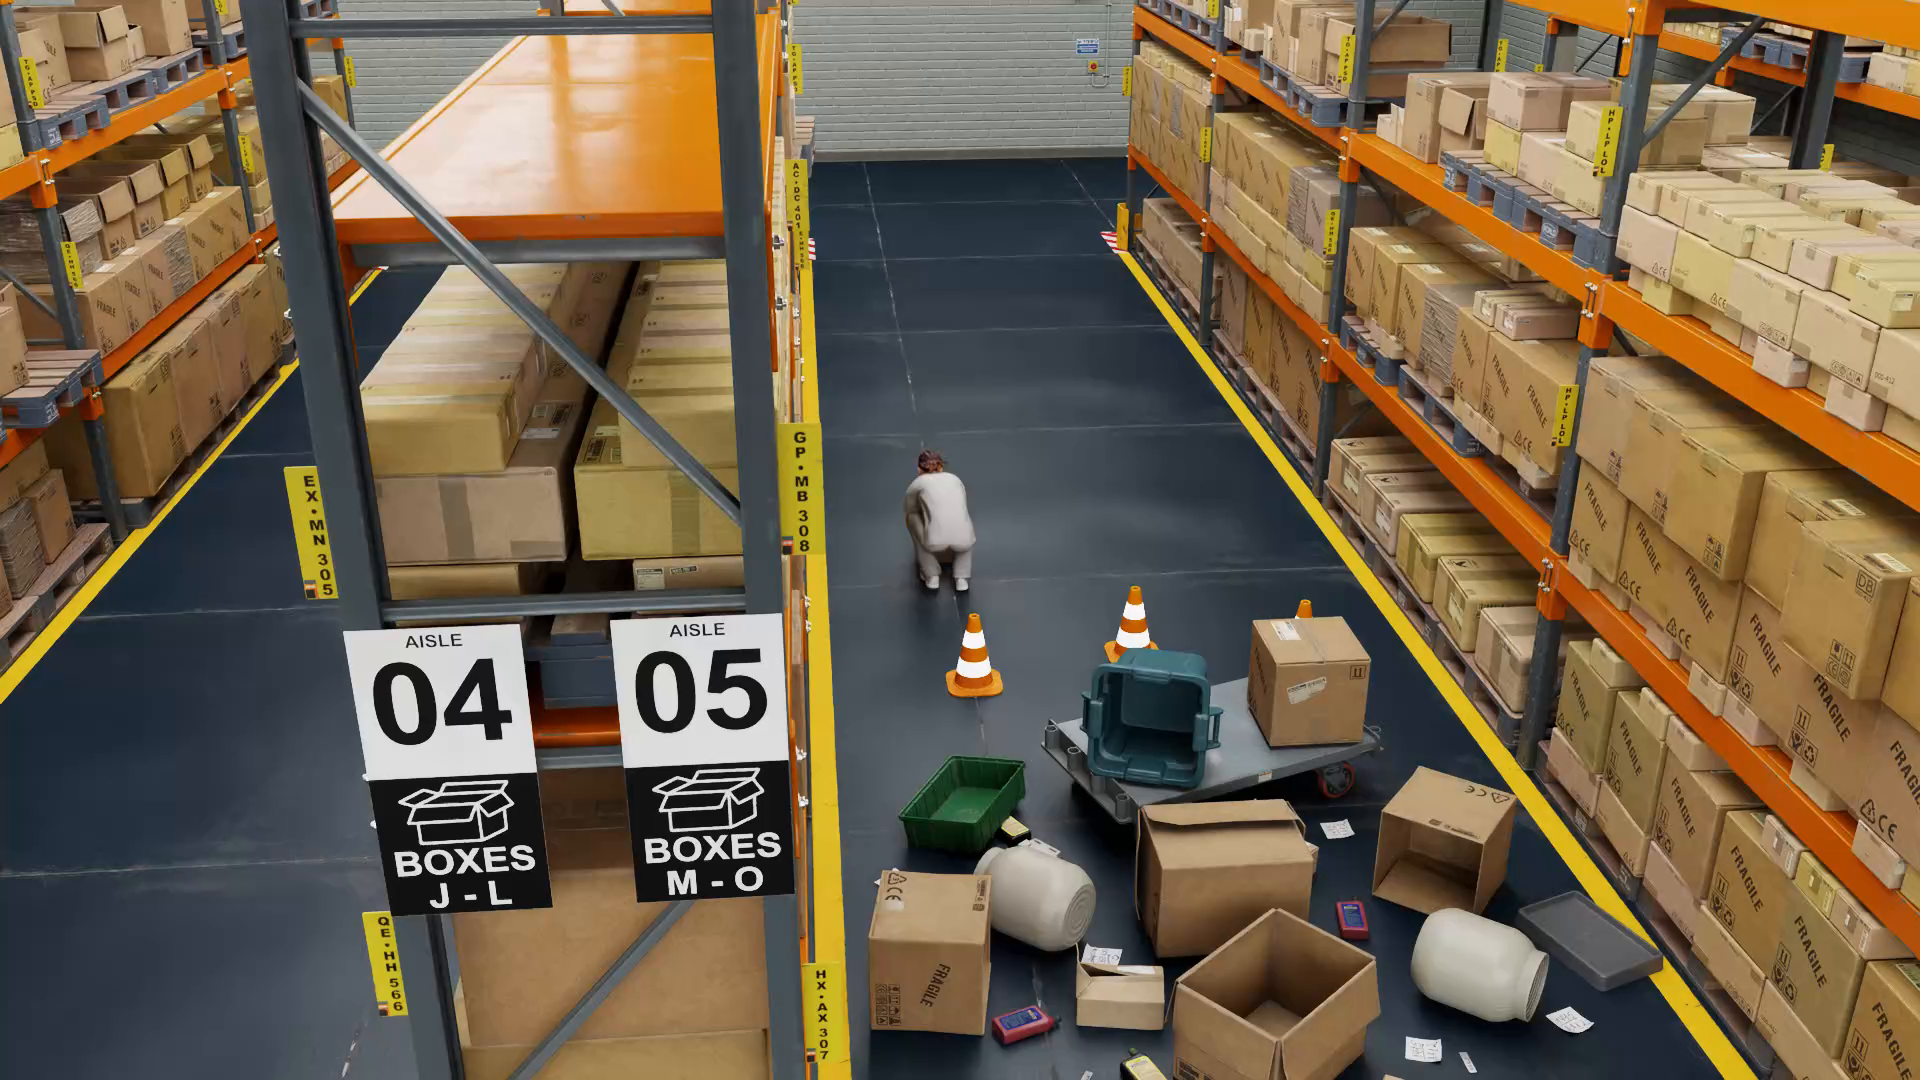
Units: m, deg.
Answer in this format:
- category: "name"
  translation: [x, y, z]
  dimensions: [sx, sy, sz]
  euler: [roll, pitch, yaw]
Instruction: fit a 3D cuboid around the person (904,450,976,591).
- category: "person"
  translation: [-0.131, -0.126, 11.448]
  dimensions: [0.481, 0.824, 0.800]
  euler: [-2, 24, -6]
